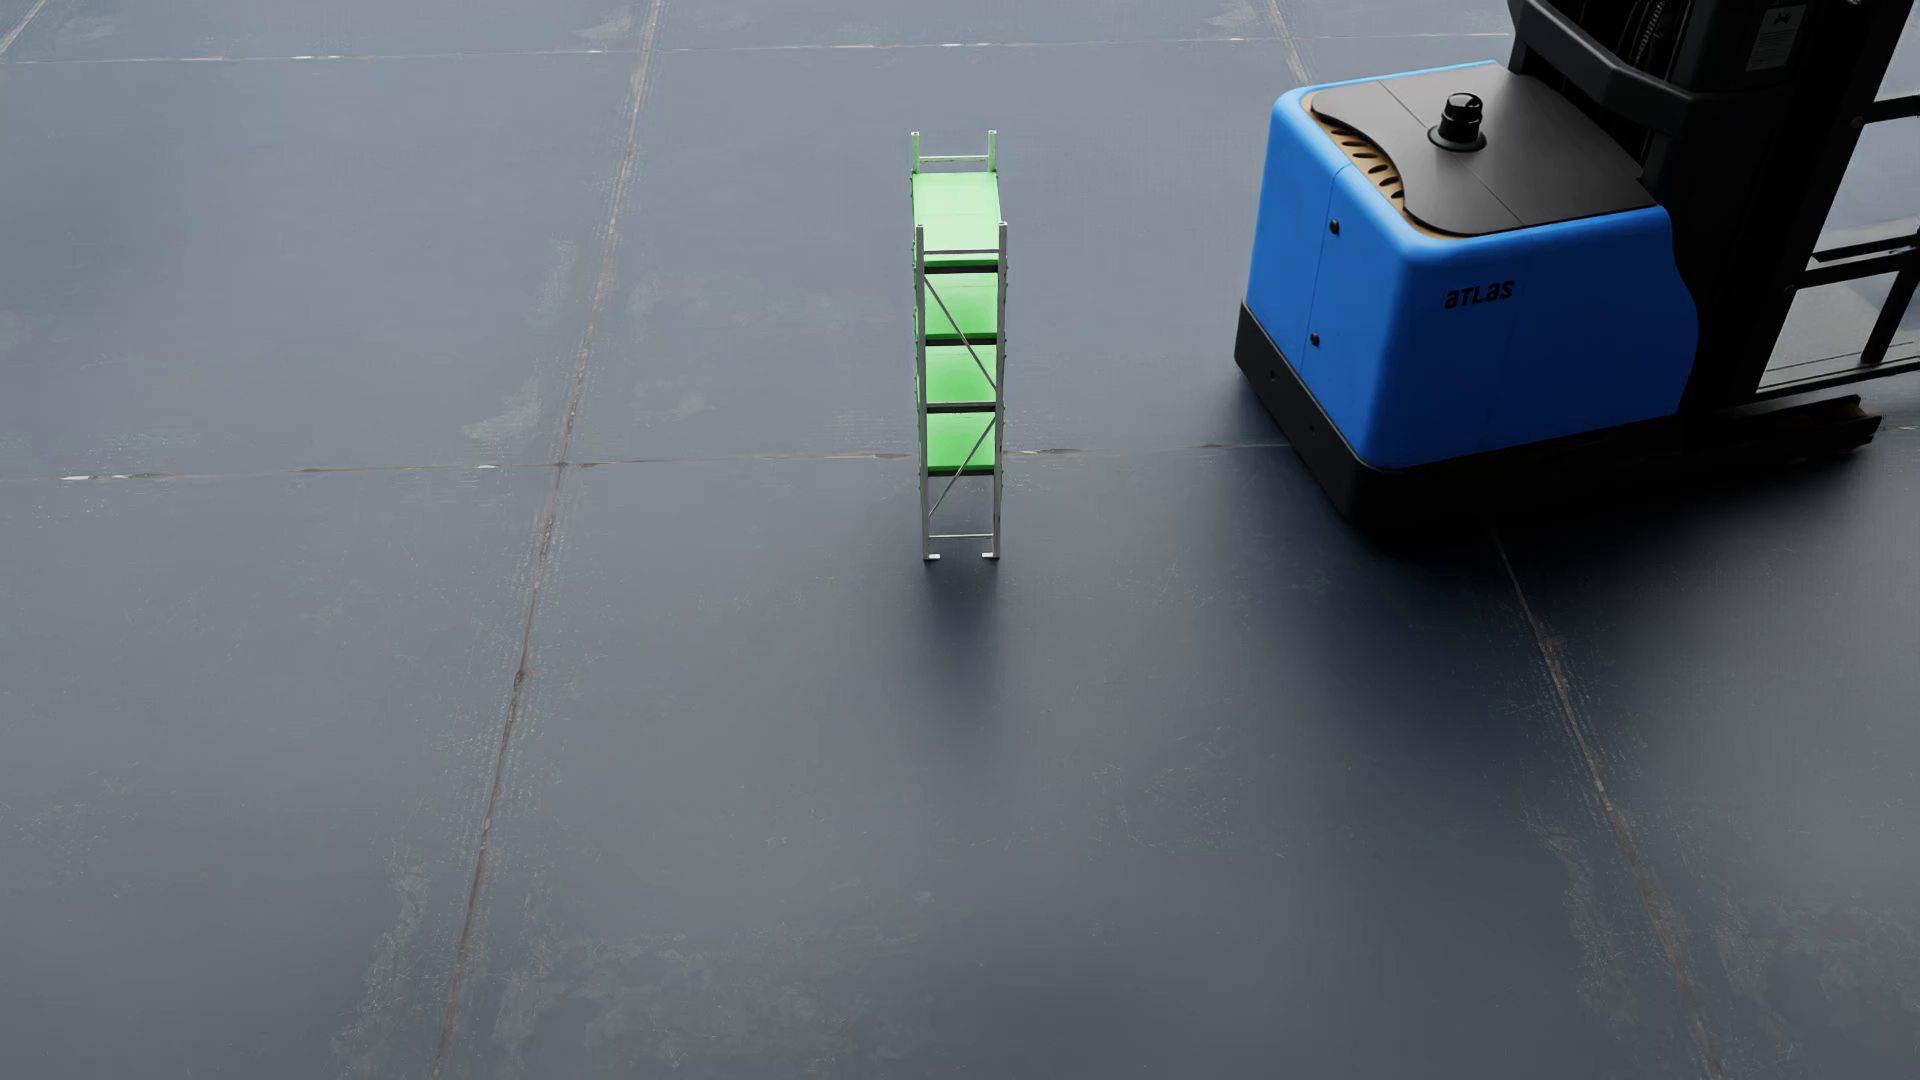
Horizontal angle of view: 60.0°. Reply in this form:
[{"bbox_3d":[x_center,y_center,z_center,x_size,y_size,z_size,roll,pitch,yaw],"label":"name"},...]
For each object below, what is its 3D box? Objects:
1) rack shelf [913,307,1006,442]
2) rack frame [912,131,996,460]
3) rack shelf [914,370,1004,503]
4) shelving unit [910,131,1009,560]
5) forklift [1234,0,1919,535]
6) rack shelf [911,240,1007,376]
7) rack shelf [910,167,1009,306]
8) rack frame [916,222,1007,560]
[{"bbox_3d":[-0.007,-0.507,5.010,0.258,0.148,0.480,-2,43,-2],"label":"rack shelf"},{"bbox_3d":[-0.017,-0.719,5.146,0.240,1.200,0.015,-2,43,-2],"label":"rack frame"},{"bbox_3d":[-0.007,-0.330,5.172,0.258,0.148,0.480,-2,43,-2],"label":"rack shelf"},{"bbox_3d":[-0.007,-0.554,4.966,0.258,1.200,0.503,-2,43,-2],"label":"shelving unit"},{"bbox_3d":[2.538,-1.664,4.897,3.031,2.935,1.130,-11,44,-12],"label":"forklift"},{"bbox_3d":[-0.007,-0.684,4.848,0.258,0.148,0.480,-2,43,-2],"label":"rack shelf"},{"bbox_3d":[-0.007,-0.861,4.685,0.258,0.148,0.480,-2,43,-2],"label":"rack shelf"},{"bbox_3d":[0.003,-0.389,4.787,0.240,1.200,0.015,-2,43,-2],"label":"rack frame"}]
